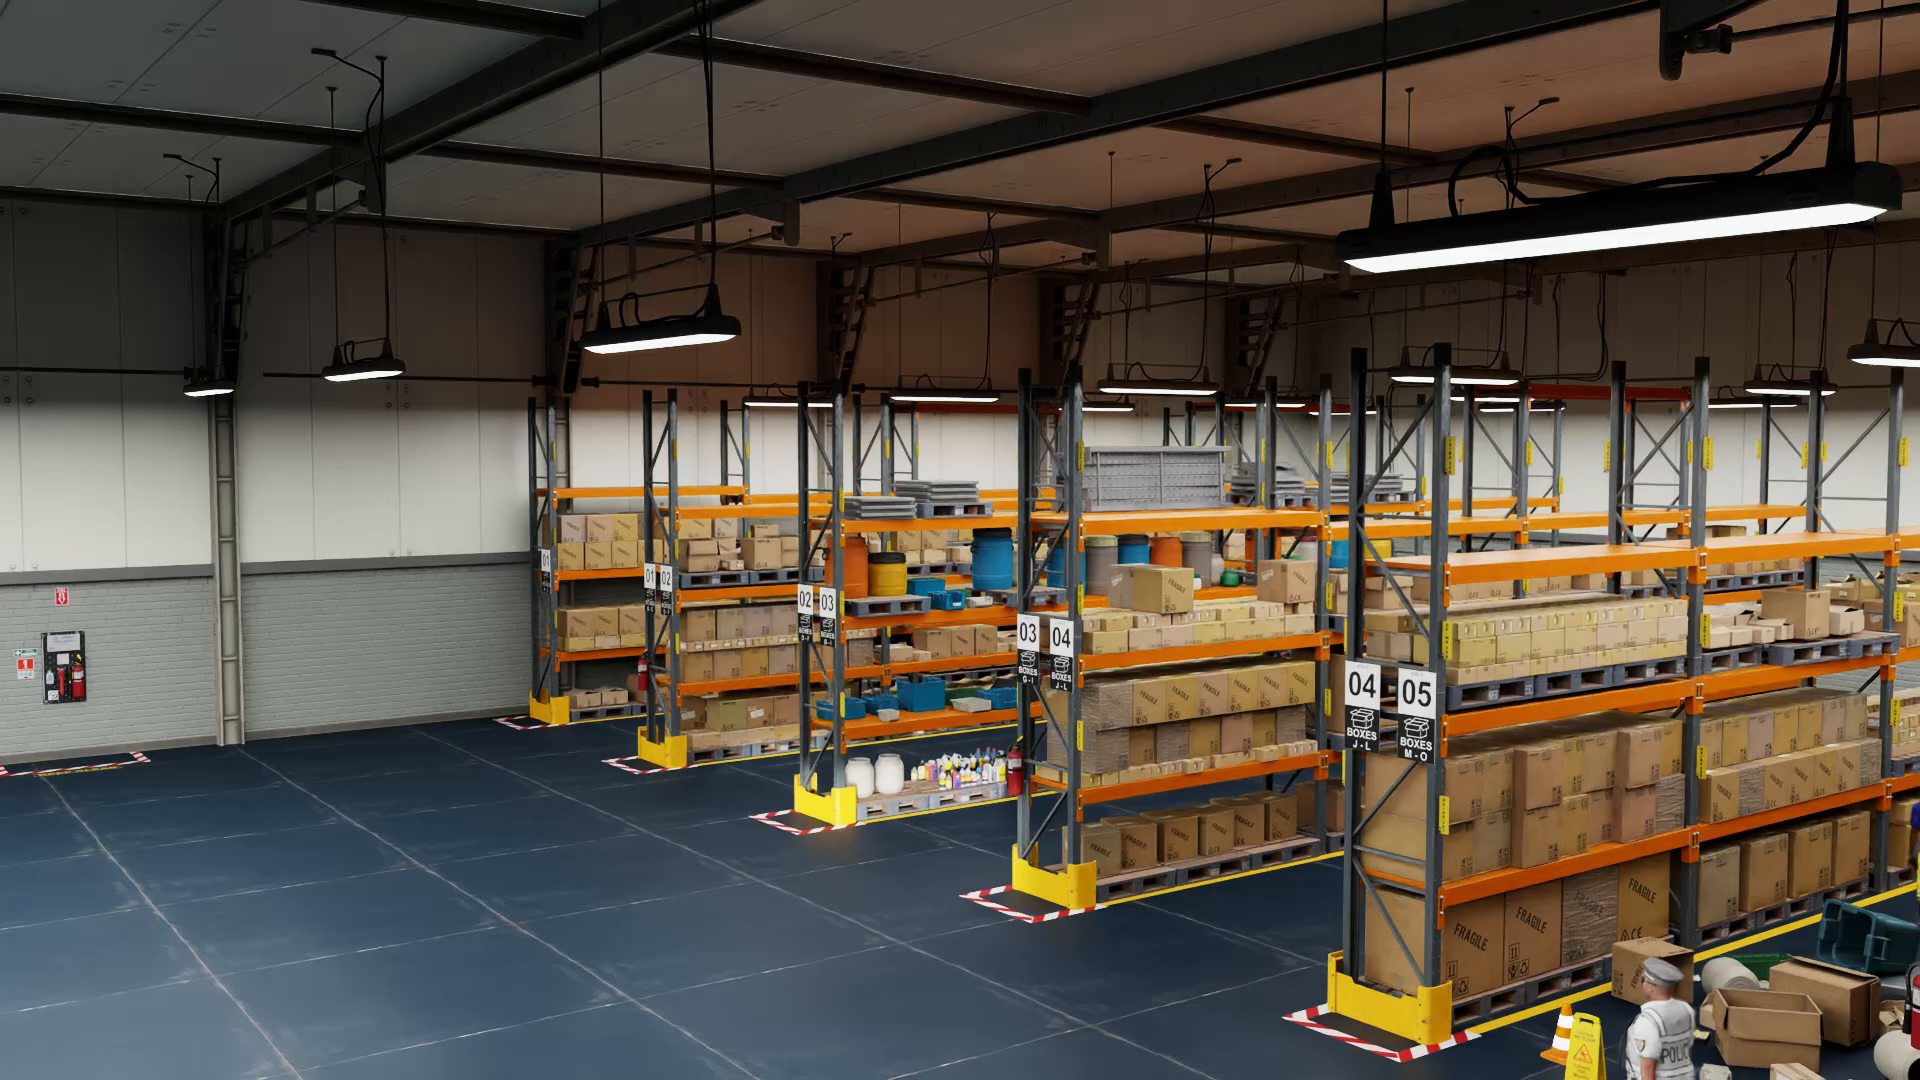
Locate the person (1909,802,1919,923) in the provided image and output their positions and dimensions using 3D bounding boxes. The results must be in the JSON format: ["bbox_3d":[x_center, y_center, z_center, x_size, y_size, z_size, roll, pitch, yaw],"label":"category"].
[{"bbox_3d":[10.133,3.318,17.329,0.495,1.653,0.504,-2,4,-32],"label":"person"}]

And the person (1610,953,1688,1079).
[{"bbox_3d":[4.618,3.630,11.009,0.535,1.733,0.925,-2,4,-33],"label":"person"}]
